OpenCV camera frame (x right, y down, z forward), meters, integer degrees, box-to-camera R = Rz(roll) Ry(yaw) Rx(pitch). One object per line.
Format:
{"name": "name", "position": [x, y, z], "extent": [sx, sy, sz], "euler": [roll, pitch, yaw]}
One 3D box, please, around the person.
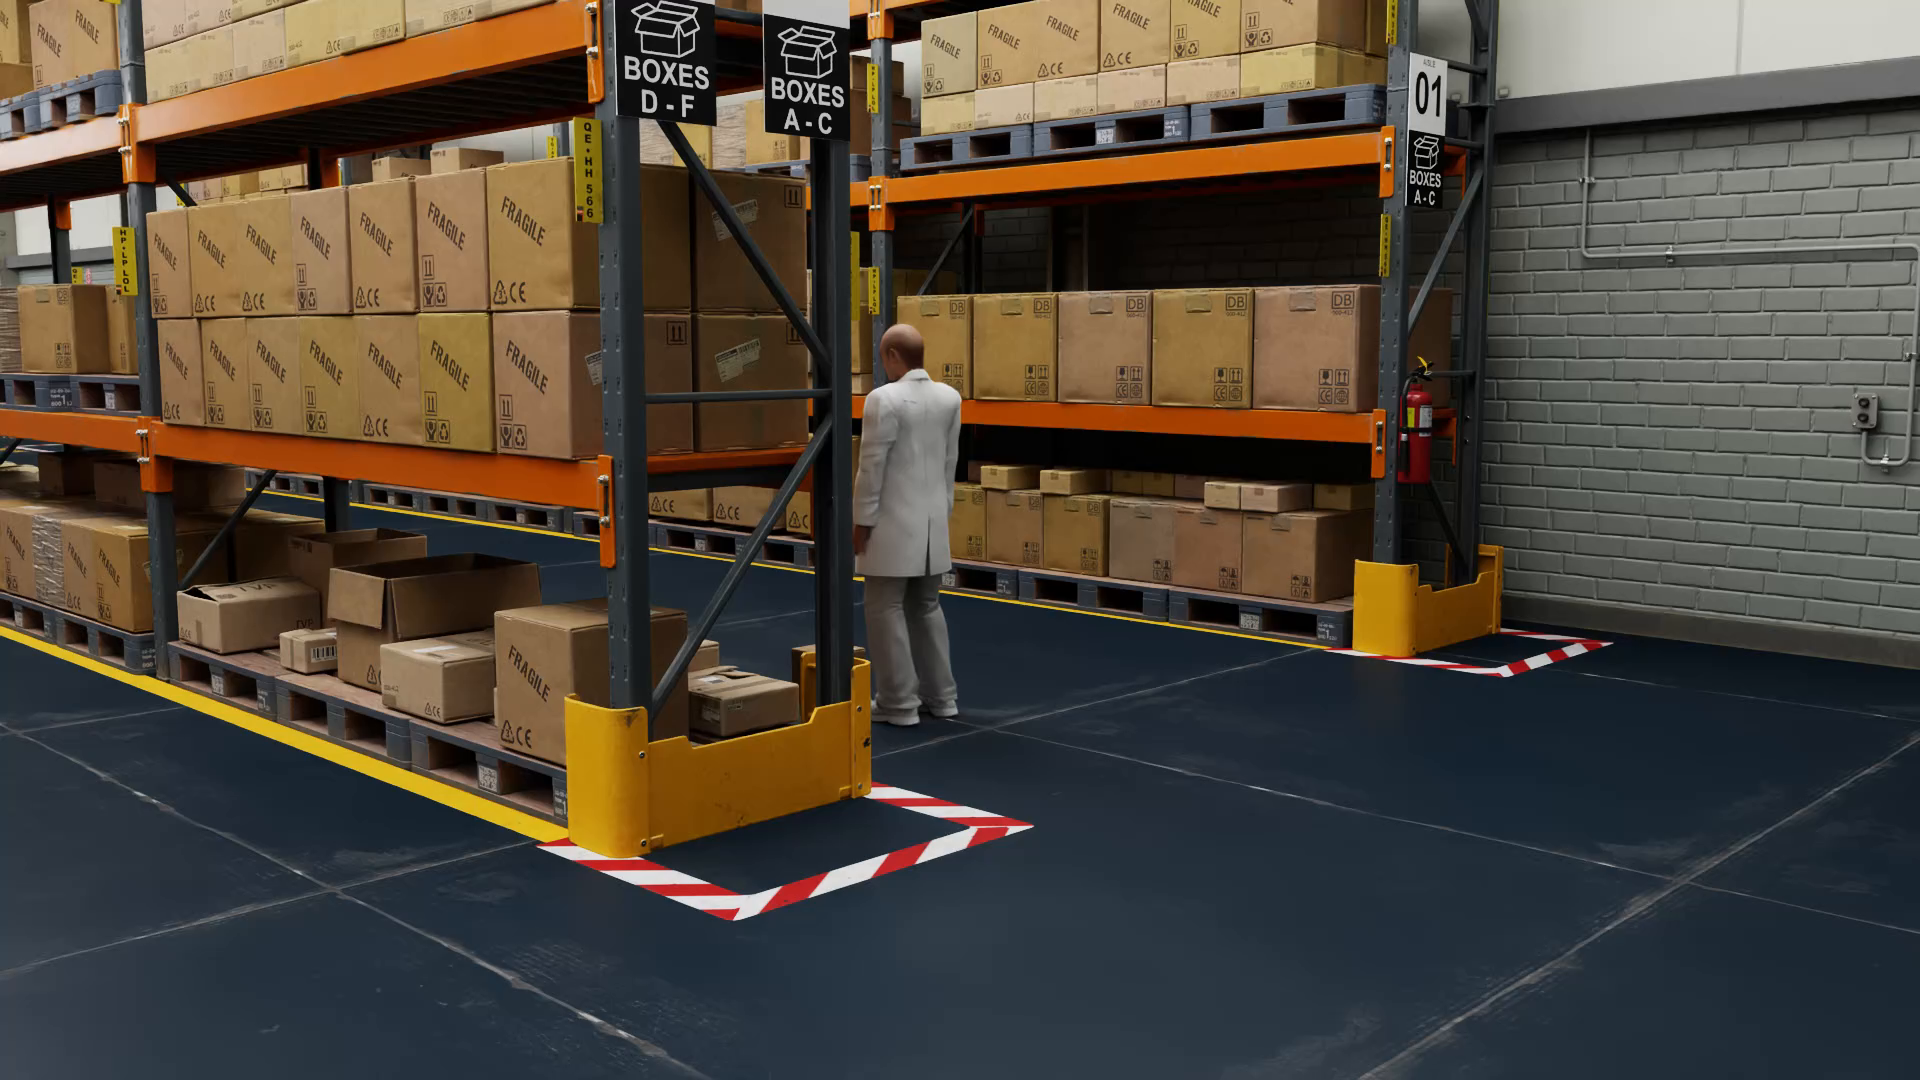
{"name": "person", "position": [-0.264, -0.071, 7.431], "extent": [0.377, 1.774, 0.563], "euler": [7, 10, 44]}
